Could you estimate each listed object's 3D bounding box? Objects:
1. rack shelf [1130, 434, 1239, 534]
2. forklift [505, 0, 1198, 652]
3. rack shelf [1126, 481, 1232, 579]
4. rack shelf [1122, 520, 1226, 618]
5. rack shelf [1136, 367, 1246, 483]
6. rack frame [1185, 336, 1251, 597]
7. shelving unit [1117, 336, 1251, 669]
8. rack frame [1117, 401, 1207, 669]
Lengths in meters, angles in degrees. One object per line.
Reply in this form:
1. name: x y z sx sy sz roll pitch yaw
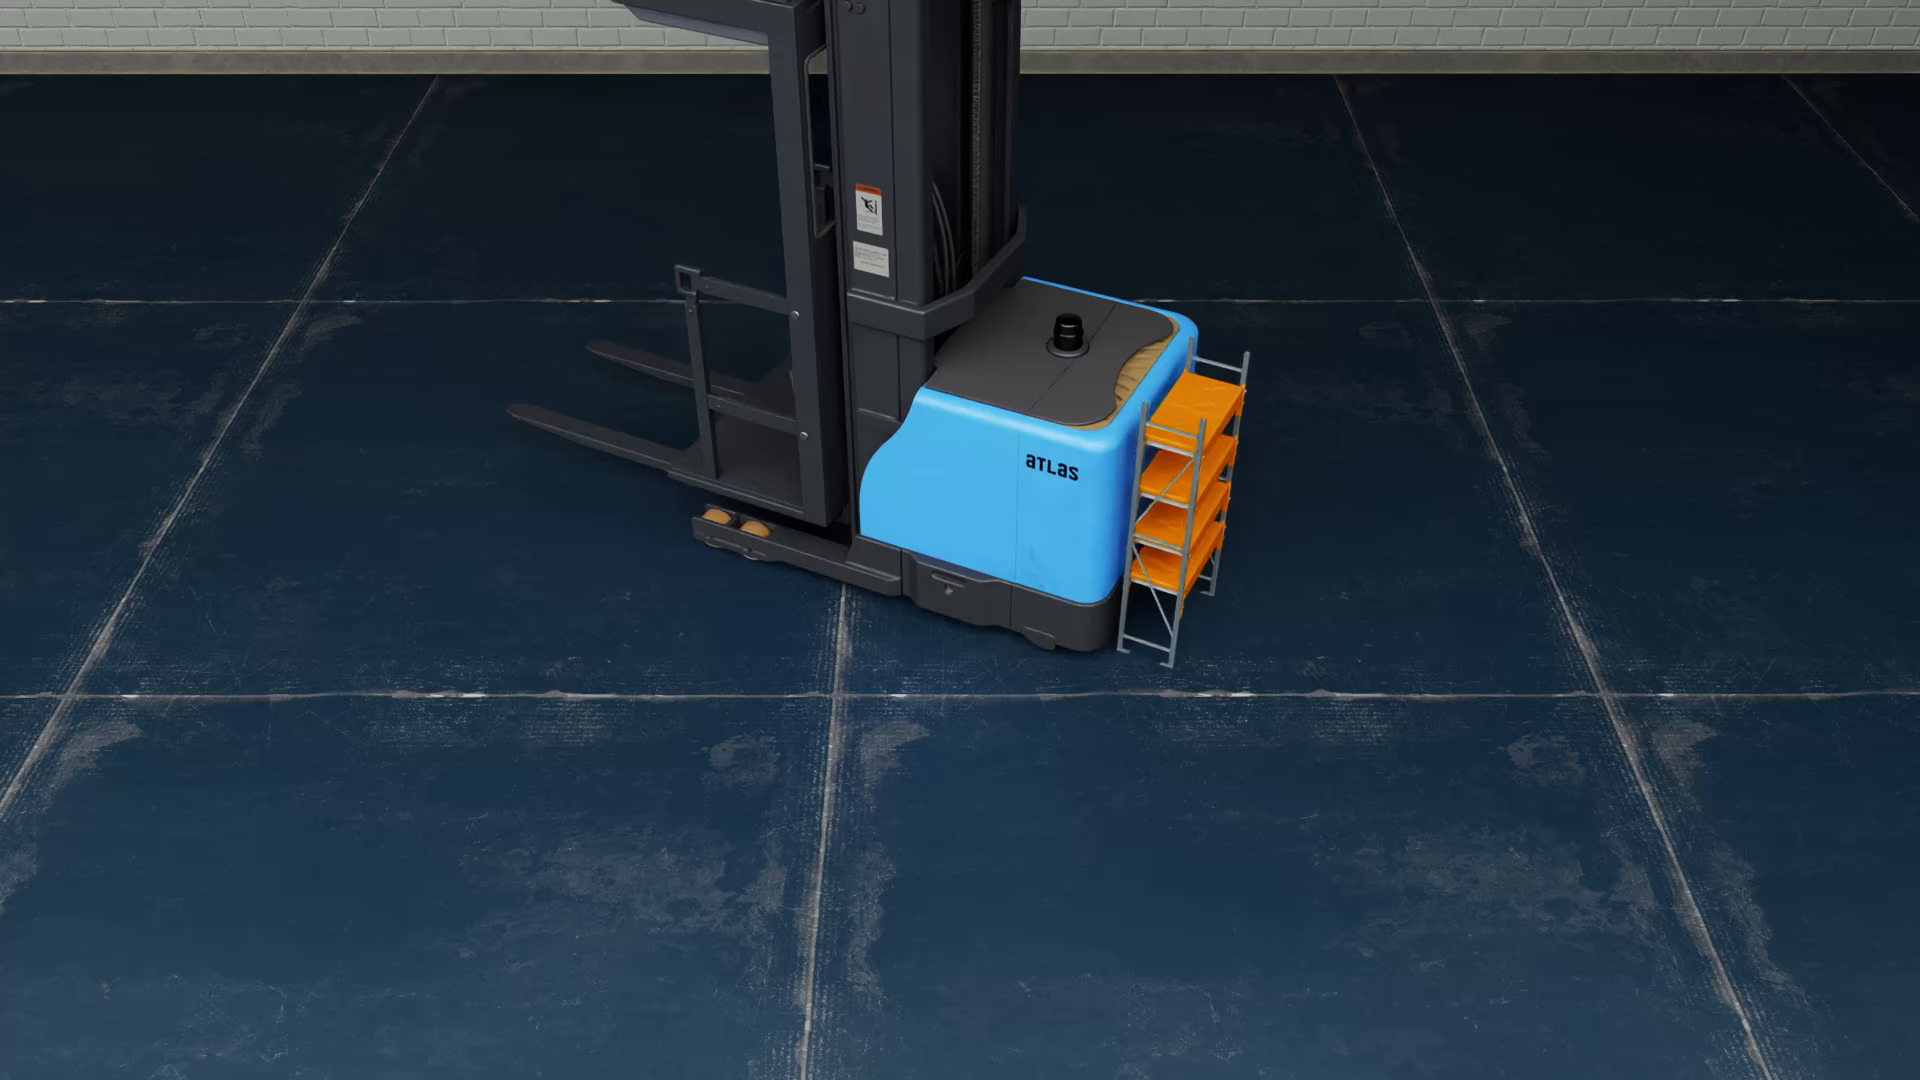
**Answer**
1. rack shelf: 0.860 -0.250 6.349 0.258 0.148 0.480 18 42 19
2. forklift: -0.586 -1.335 6.572 3.031 2.935 1.130 17 42 20
3. rack shelf: 0.856 -0.077 6.490 0.258 0.148 0.480 18 42 19
4. rack shelf: 0.853 0.077 6.615 0.258 0.148 0.480 18 42 19
5. rack shelf: 0.863 -0.434 6.199 0.258 0.148 0.480 18 42 19
6. rack frame: 0.965 -0.266 6.618 0.240 1.200 0.015 18 42 19
7. shelving unit: 0.857 -0.129 6.448 0.258 1.200 0.503 18 42 19
8. rack frame: 0.750 0.008 6.277 0.240 1.200 0.015 18 42 19
